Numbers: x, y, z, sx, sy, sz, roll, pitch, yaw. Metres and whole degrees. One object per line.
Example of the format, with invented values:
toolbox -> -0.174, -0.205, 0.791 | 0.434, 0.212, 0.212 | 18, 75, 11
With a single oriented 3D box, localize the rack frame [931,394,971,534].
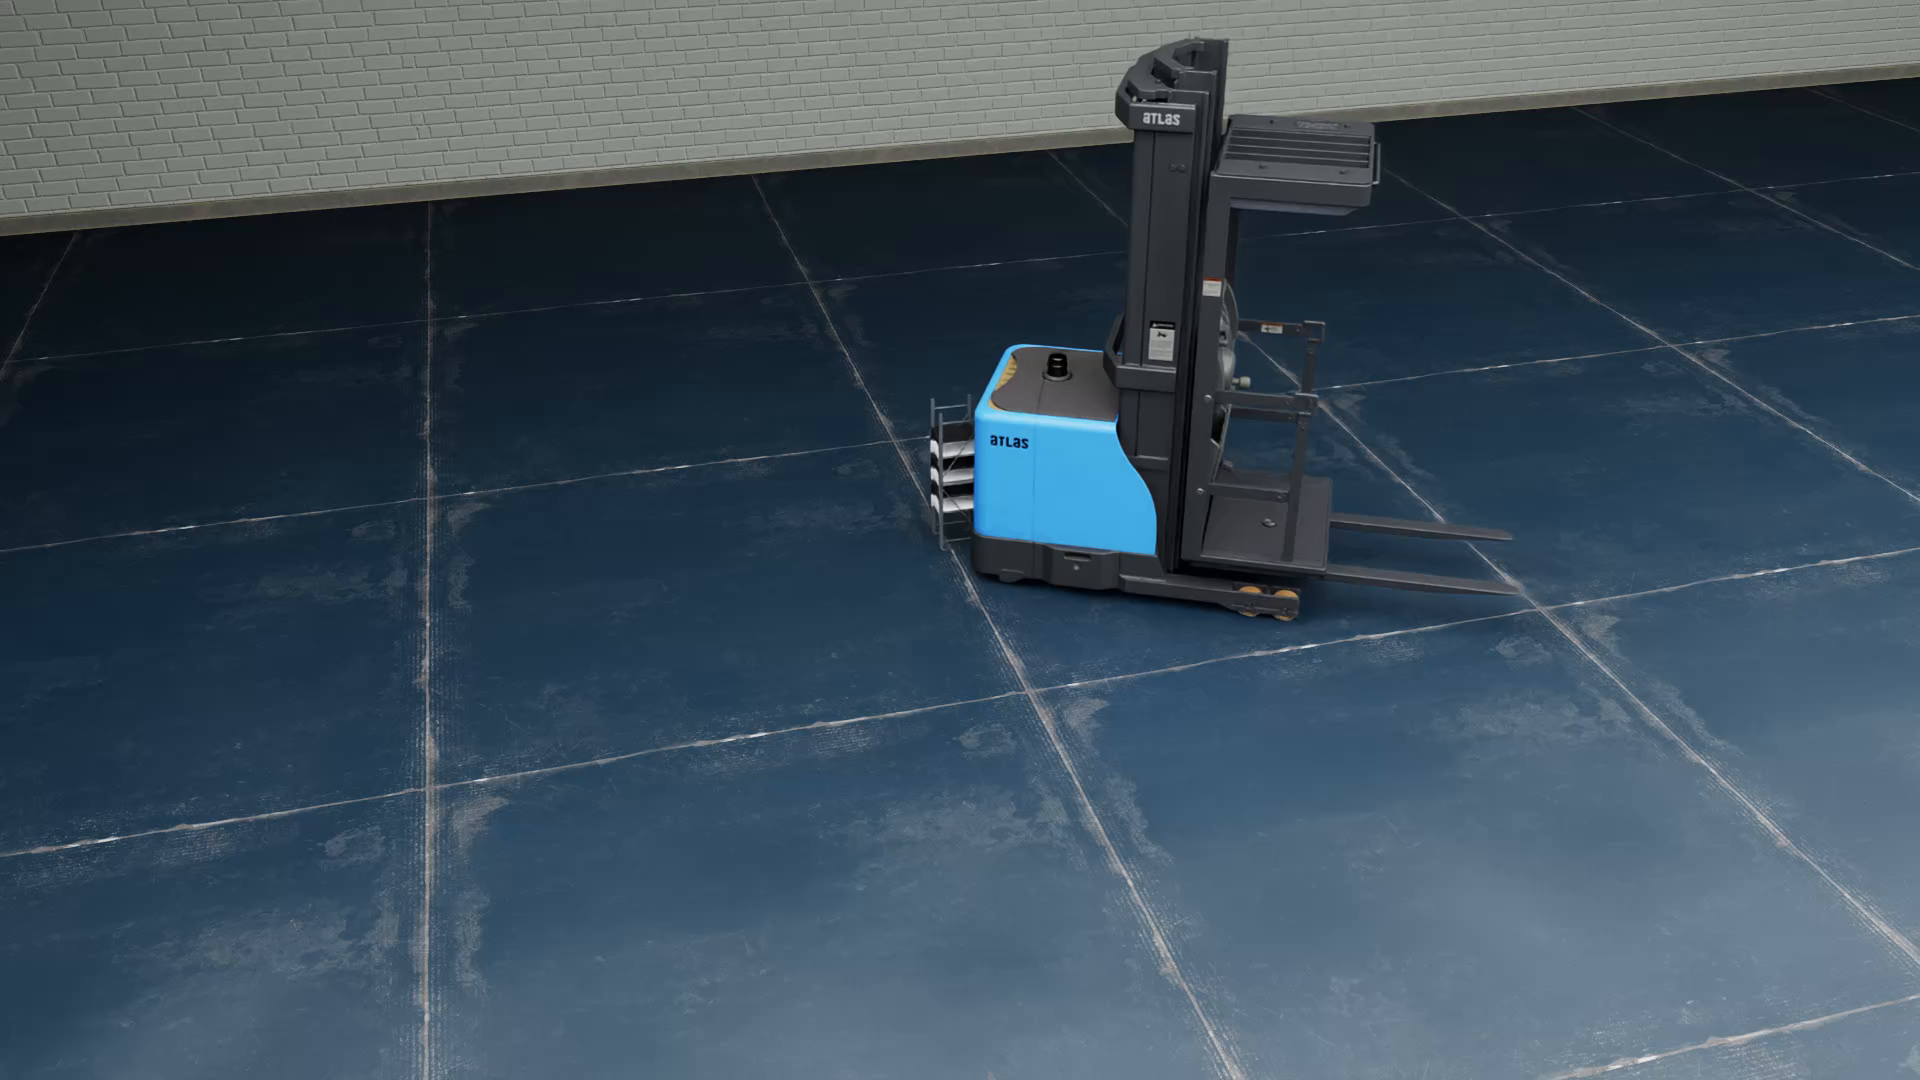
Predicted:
rack frame -> -0.052, -0.440, 9.842 | 0.240, 0.900, 0.006 | -7, 31, -12

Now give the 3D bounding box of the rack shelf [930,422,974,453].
rack shelf -> -0.028, -0.595, 9.639 | 0.258, 0.077, 0.200 | -7, 31, -12

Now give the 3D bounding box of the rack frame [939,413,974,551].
rack frame -> -0.003, -0.341, 9.672 | 0.240, 0.900, 0.006 | -7, 31, -12

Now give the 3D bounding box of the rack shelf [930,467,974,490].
rack shelf -> -0.028, -0.361, 9.774 | 0.258, 0.077, 0.200 | -7, 31, -12

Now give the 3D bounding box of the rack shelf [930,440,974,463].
rack shelf -> -0.028, -0.517, 9.684 | 0.258, 0.077, 0.200 | -7, 31, -12

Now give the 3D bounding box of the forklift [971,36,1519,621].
forklift -> 1.636, -1.115, 8.982 | 3.031, 2.935, 1.130 | 7, 31, 11

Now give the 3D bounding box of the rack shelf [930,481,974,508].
rack shelf -> -0.028, -0.284, 9.819 | 0.258, 0.077, 0.200 | -7, 31, -12

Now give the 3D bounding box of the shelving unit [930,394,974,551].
shelving unit -> -0.028, -0.390, 9.757 | 0.258, 0.900, 0.210 | -7, 31, -12

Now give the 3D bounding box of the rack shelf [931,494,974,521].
rack shelf -> -0.028, -0.206, 9.864 | 0.258, 0.077, 0.200 | -7, 31, -12

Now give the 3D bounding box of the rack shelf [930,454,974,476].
rack shelf -> -0.028, -0.439, 9.729 | 0.258, 0.077, 0.200 | -7, 31, -12
